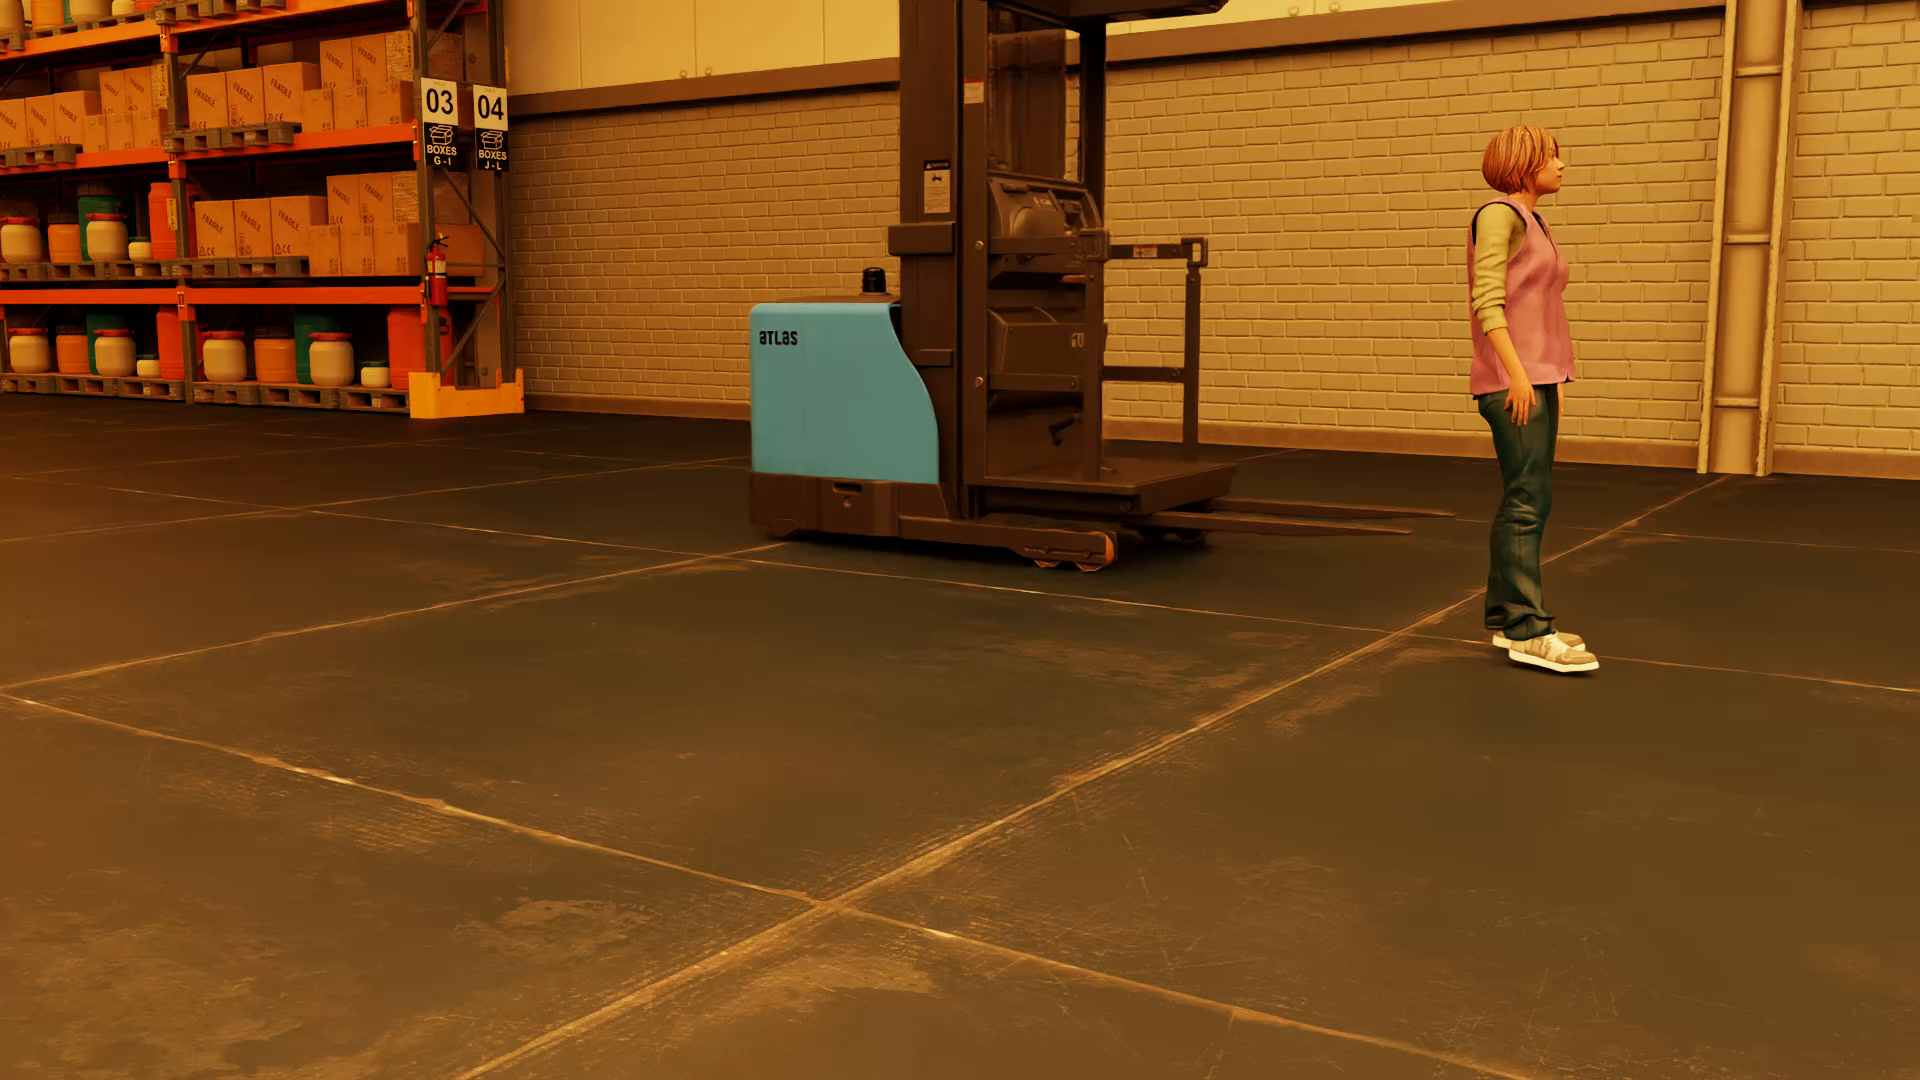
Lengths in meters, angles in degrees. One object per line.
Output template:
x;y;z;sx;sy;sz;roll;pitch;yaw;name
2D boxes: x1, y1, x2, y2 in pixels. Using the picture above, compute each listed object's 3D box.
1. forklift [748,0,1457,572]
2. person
0.556;-1.407;7.085;3.031;2.935;1.130;5;9;31;forklift
1.763;-0.442;4.991;0.473;1.598;0.518;5;10;33;person
